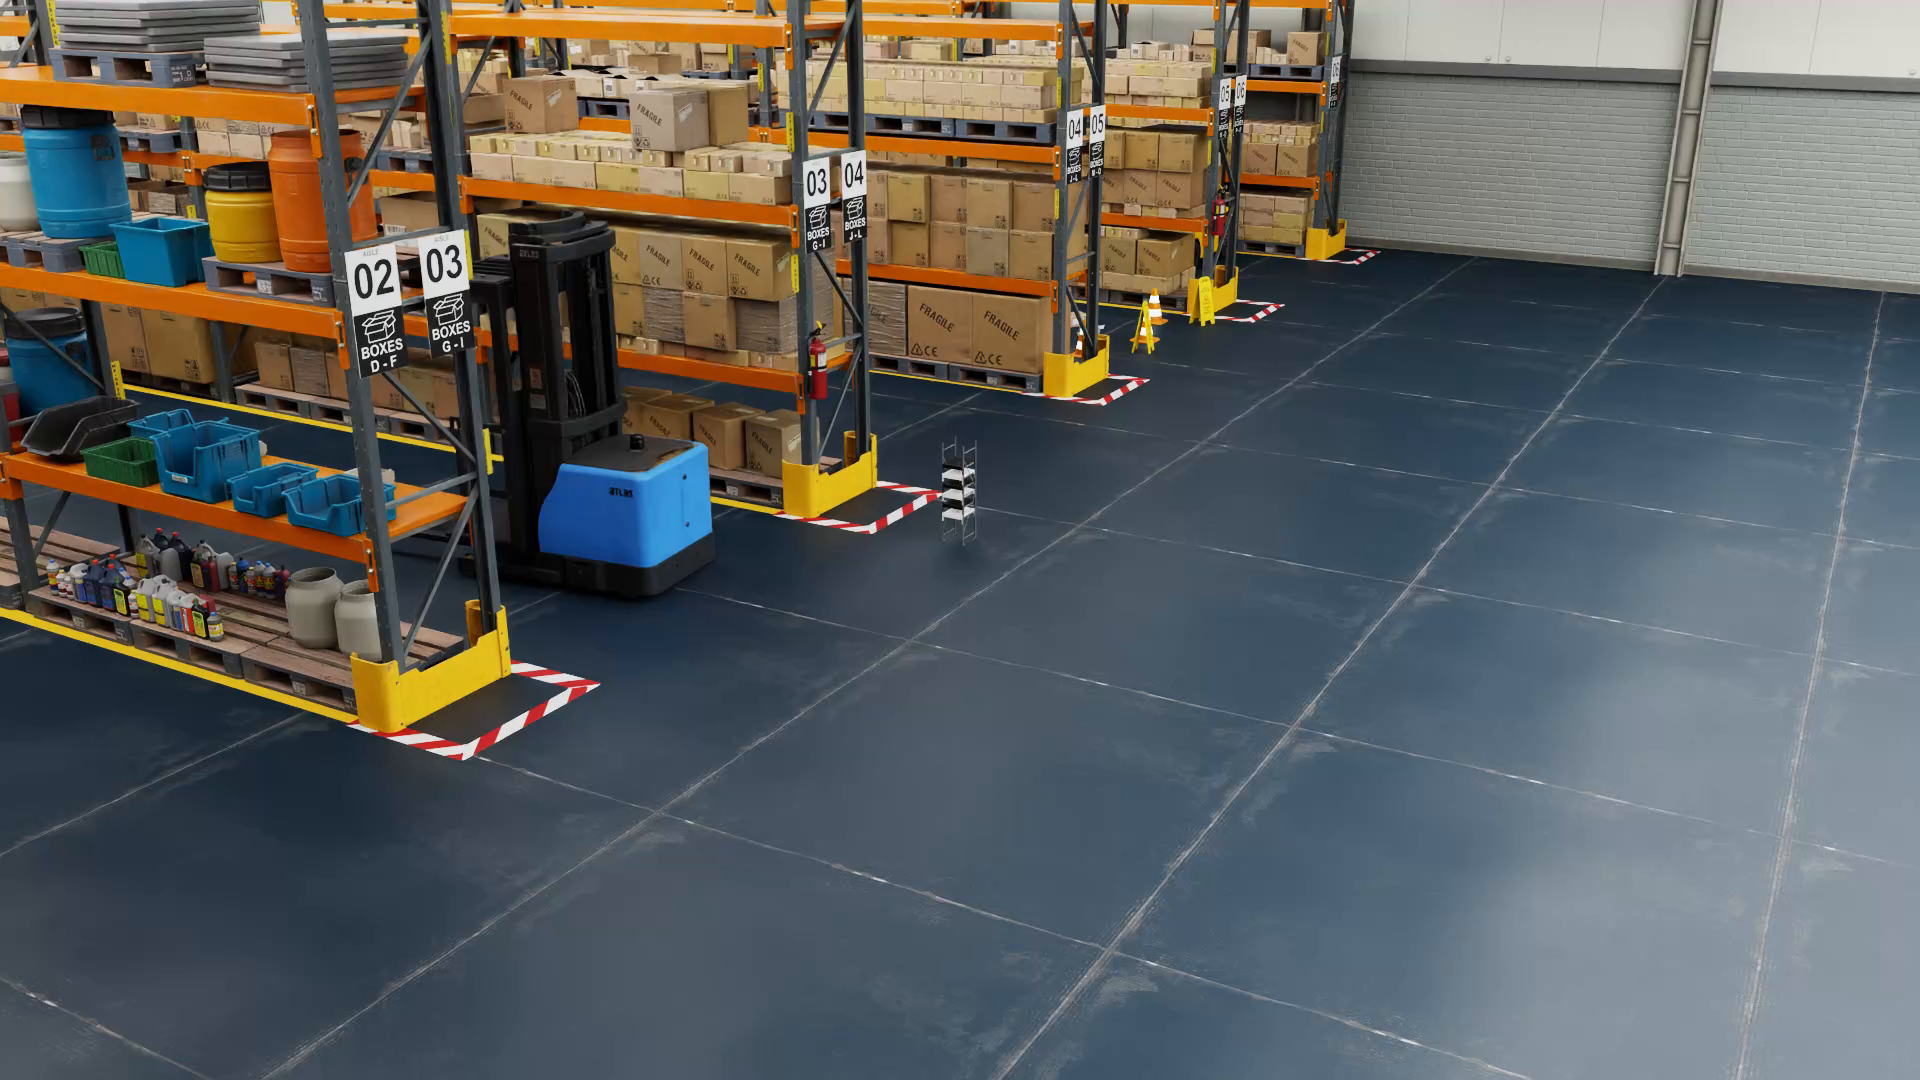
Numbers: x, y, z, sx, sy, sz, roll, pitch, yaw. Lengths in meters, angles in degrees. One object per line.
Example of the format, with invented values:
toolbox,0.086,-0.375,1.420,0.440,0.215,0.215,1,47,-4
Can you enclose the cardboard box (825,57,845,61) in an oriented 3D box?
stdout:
cardboard box,-1.439,-5.817,20.338,0.250,0.149,0.380,11,23,27

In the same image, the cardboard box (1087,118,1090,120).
cardboard box,2.198,-7.417,29.614,0.250,0.149,0.380,10,22,26

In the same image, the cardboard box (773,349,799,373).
cardboard box,-1.499,-1.657,15.200,0.250,0.149,0.380,11,23,27

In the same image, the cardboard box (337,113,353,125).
cardboard box,-6.717,-4.638,17.770,0.500,0.500,0.500,11,23,28

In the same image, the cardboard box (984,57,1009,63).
cardboard box,0.548,-6.887,24.050,0.250,0.149,0.380,12,23,29

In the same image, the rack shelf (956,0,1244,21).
rack shelf,1.937,-7.552,23.346,4.000,0.370,1.077,11,23,27

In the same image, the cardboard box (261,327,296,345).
cardboard box,-7.534,-2.401,18.804,0.500,0.250,0.500,12,23,29

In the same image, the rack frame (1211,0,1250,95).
rack frame,3.683,-7.559,22.306,0.127,3.000,1.000,11,23,27

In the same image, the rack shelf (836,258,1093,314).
rack shelf,-0.388,-3.243,20.260,4.000,0.370,1.077,11,23,27

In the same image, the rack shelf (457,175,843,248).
rack shelf,-2.896,-3.193,15.724,4.000,0.370,1.077,11,23,27

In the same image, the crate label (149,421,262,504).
crate label,-5.304,-0.557,11.747,0.616,0.435,0.502,11,23,27

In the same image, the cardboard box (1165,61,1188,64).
cardboard box,3.057,-6.623,23.322,0.250,0.149,0.380,11,23,27

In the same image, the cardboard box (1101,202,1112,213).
cardboard box,2.102,-4.811,23.896,0.250,0.149,0.380,11,22,27

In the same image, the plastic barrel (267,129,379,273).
plastic barrel,-4.051,-2.167,10.593,0.708,0.830,0.600,11,23,27

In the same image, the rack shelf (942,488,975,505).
rack shelf,-0.007,-0.393,14.524,0.200,0.077,0.258,11,23,27

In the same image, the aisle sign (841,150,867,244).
aisle sign,-0.949,-3.090,14.970,0.004,0.787,0.394,11,23,27

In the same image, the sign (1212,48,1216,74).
sign,3.395,-6.404,22.220,0.005,0.325,0.100,11,23,27

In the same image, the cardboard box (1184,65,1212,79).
cardboard box,3.244,-6.374,22.637,0.250,0.149,0.380,11,23,28

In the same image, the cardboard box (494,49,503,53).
cardboard box,-7.737,-8.326,28.424,0.250,0.149,0.380,11,23,29

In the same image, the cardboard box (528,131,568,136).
cardboard box,-4.028,-3.942,16.366,0.250,0.149,0.380,11,23,28

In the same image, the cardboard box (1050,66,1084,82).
cardboard box,1.222,-5.310,18.941,0.250,0.149,0.380,11,23,28

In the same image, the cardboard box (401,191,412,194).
cardboard box,-7.638,-4.863,23.422,0.250,0.149,0.380,10,22,25

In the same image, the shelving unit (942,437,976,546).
shelving unit,-0.007,-0.424,14.513,0.210,0.900,0.258,11,23,27

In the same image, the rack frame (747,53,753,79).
rack frame,-4.375,-8.213,32.906,0.127,3.000,1.000,11,23,27

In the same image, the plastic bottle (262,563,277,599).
plastic bottle,-5.295,0.310,12.765,0.097,0.271,0.097,0,20,0

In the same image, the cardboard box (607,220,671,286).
cardboard box,-3.057,-2.715,15.699,0.500,0.500,0.500,11,23,27

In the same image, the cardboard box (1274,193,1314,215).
cardboard box,5.547,-5.576,27.586,0.500,0.250,0.500,12,23,29

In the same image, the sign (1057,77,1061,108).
sign,1.081,-4.879,18.132,0.005,0.325,0.100,11,23,27

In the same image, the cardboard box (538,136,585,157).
cardboard box,-3.780,-3.732,15.788,0.250,0.149,0.380,12,23,29

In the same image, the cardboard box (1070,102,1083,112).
cardboard box,1.215,-4.938,19.083,0.250,0.149,0.380,11,23,28

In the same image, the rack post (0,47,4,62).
rack post,-8.818,-4.196,12.740,3.121,1.000,1.013,11,23,27

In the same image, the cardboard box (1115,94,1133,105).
cardboard box,2.358,-6.182,23.277,0.250,0.149,0.380,11,22,27

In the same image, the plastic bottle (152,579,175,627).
plastic bottle,-5.856,0.450,12.264,0.185,0.351,0.144,12,23,30

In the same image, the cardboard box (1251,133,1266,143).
cardboard box,5.017,-6.683,27.590,0.250,0.149,0.380,11,22,27

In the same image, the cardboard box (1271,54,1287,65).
cardboard box,5.229,-7.801,26.977,0.250,0.149,0.380,10,22,26

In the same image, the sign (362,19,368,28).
sign,-10.561,-9.094,29.537,0.005,0.325,0.100,11,23,27

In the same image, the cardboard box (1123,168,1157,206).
cardboard box,2.640,-5.019,23.517,0.500,0.500,0.500,11,23,27

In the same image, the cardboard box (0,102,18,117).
cardboard box,-11.114,-5.346,19.839,0.500,0.500,0.700,11,23,29

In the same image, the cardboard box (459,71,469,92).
cardboard box,-6.692,-6.135,22.631,0.500,0.500,0.500,11,23,27

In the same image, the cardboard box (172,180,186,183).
cardboard box,-12.037,-5.549,25.931,0.250,0.149,0.380,10,22,26

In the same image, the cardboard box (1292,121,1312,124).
cardboard box,5.710,-6.892,27.728,0.250,0.149,0.380,12,23,29

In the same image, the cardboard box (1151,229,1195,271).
cardboard box,3.093,-4.217,24.205,0.500,0.500,0.500,10,22,26

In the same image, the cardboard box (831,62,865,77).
cardboard box,-1.317,-5.537,19.566,0.250,0.149,0.380,10,22,26

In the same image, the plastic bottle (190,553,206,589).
plastic bottle,-5.932,0.232,12.962,0.133,0.283,0.061,11,23,27

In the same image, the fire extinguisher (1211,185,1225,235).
fire extinguisher,3.559,-4.547,22.911,0.183,0.674,0.296,11,23,27

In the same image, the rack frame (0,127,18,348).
rack frame,-11.626,-3.785,20.697,0.127,3.000,1.000,11,23,27

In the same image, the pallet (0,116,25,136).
pallet,-10.801,-4.967,19.838,1.217,0.209,0.805,10,22,25

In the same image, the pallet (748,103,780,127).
pallet,-2.959,-5.372,20.955,1.217,0.209,0.805,10,22,25

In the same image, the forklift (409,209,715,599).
forklift,-3.632,-1.215,13.713,3.031,2.935,1.130,8,21,21

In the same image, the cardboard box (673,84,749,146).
cardboard box,-2.314,-3.948,15.433,0.500,0.500,0.500,11,23,27

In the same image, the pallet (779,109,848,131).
pallet,-1.425,-5.143,20.174,1.213,0.211,1.003,11,23,27

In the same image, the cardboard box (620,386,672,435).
cardboard box,-3.228,-1.225,16.691,0.500,0.500,0.500,9,22,23

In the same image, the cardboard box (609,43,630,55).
cardboard box,-5.921,-8.216,28.031,0.500,0.311,0.500,11,23,27

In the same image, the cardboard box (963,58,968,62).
cardboard box,-0.123,-7.158,25.202,0.500,0.250,0.500,10,22,26

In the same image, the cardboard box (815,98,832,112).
cardboard box,-1.538,-5.204,19.818,0.250,0.149,0.380,11,23,27

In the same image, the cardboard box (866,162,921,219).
cardboard box,-0.888,-4.233,20.130,0.550,0.550,0.875,11,23,27

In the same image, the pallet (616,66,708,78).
pallet,-4.866,-7.667,27.279,1.213,0.211,1.003,12,23,30
